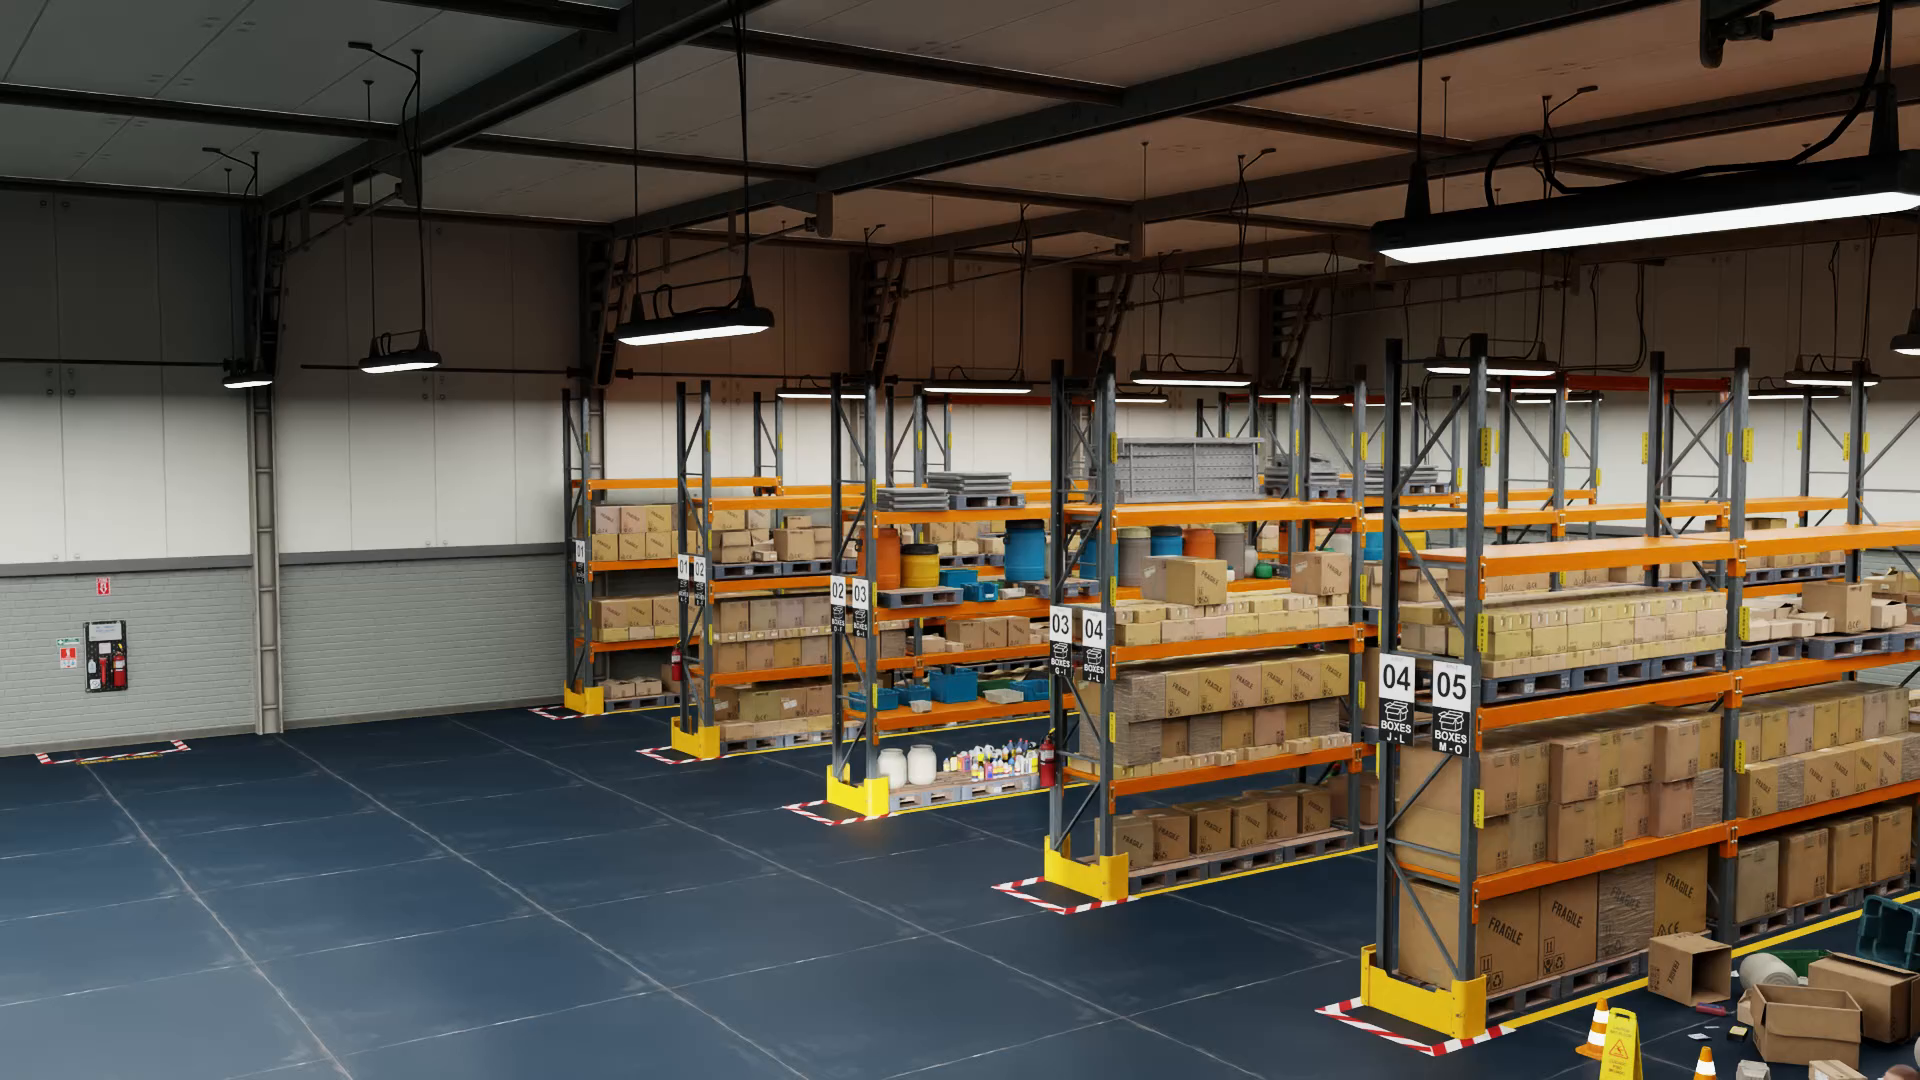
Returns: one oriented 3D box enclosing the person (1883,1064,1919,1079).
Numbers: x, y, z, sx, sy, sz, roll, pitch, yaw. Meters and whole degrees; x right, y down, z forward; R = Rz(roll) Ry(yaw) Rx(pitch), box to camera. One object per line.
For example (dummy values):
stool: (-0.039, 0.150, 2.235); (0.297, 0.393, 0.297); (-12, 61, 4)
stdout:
person: (5.378, 3.730, 9.194); (0.650, 1.701, 0.596); (-1, 4, -14)

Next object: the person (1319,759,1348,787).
person: (5.525, 2.708, 24.299); (1.020, 1.732, 0.637); (-3, 5, -36)
